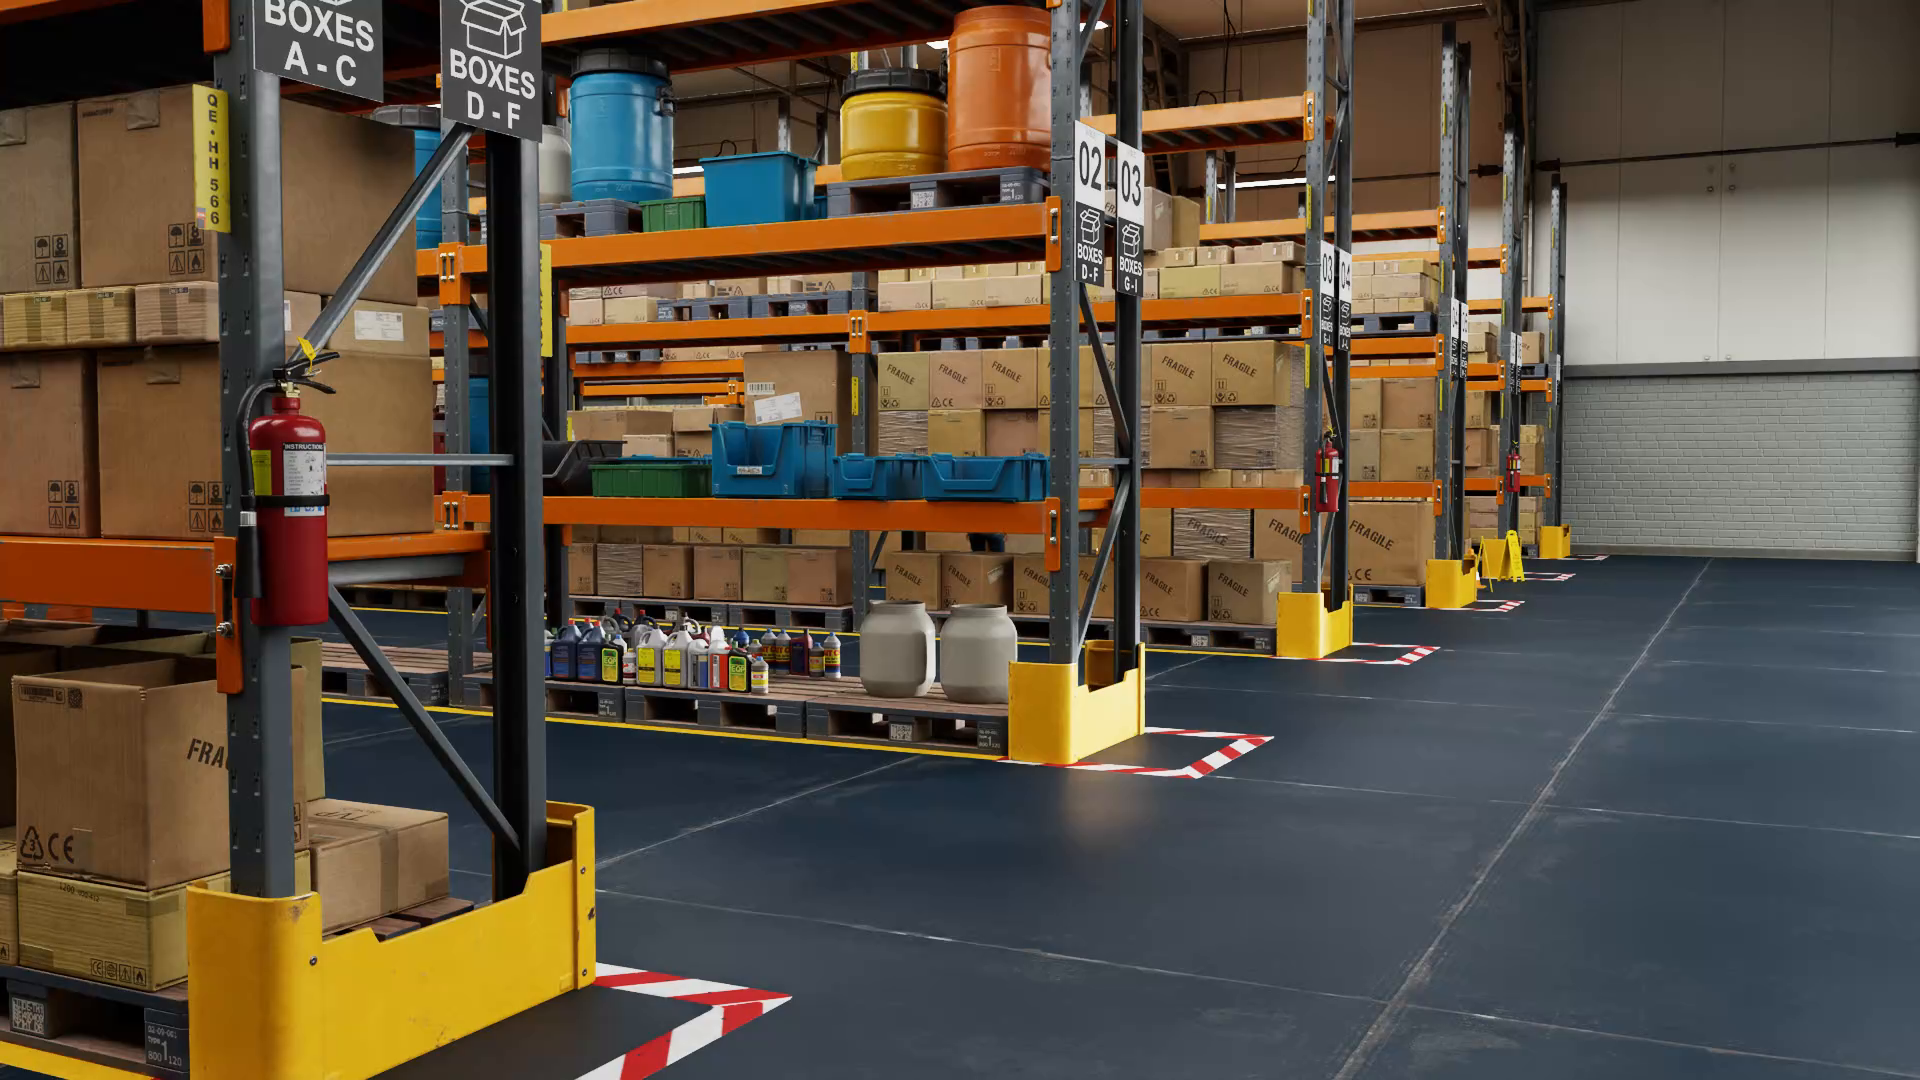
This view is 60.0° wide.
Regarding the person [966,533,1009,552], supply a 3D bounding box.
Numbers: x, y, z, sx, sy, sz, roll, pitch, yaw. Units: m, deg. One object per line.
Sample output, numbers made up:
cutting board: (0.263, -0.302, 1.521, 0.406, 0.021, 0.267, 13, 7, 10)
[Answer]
person: (0.275, -0.080, 16.890, 0.484, 1.593, 0.346, 1, 3, 23)
